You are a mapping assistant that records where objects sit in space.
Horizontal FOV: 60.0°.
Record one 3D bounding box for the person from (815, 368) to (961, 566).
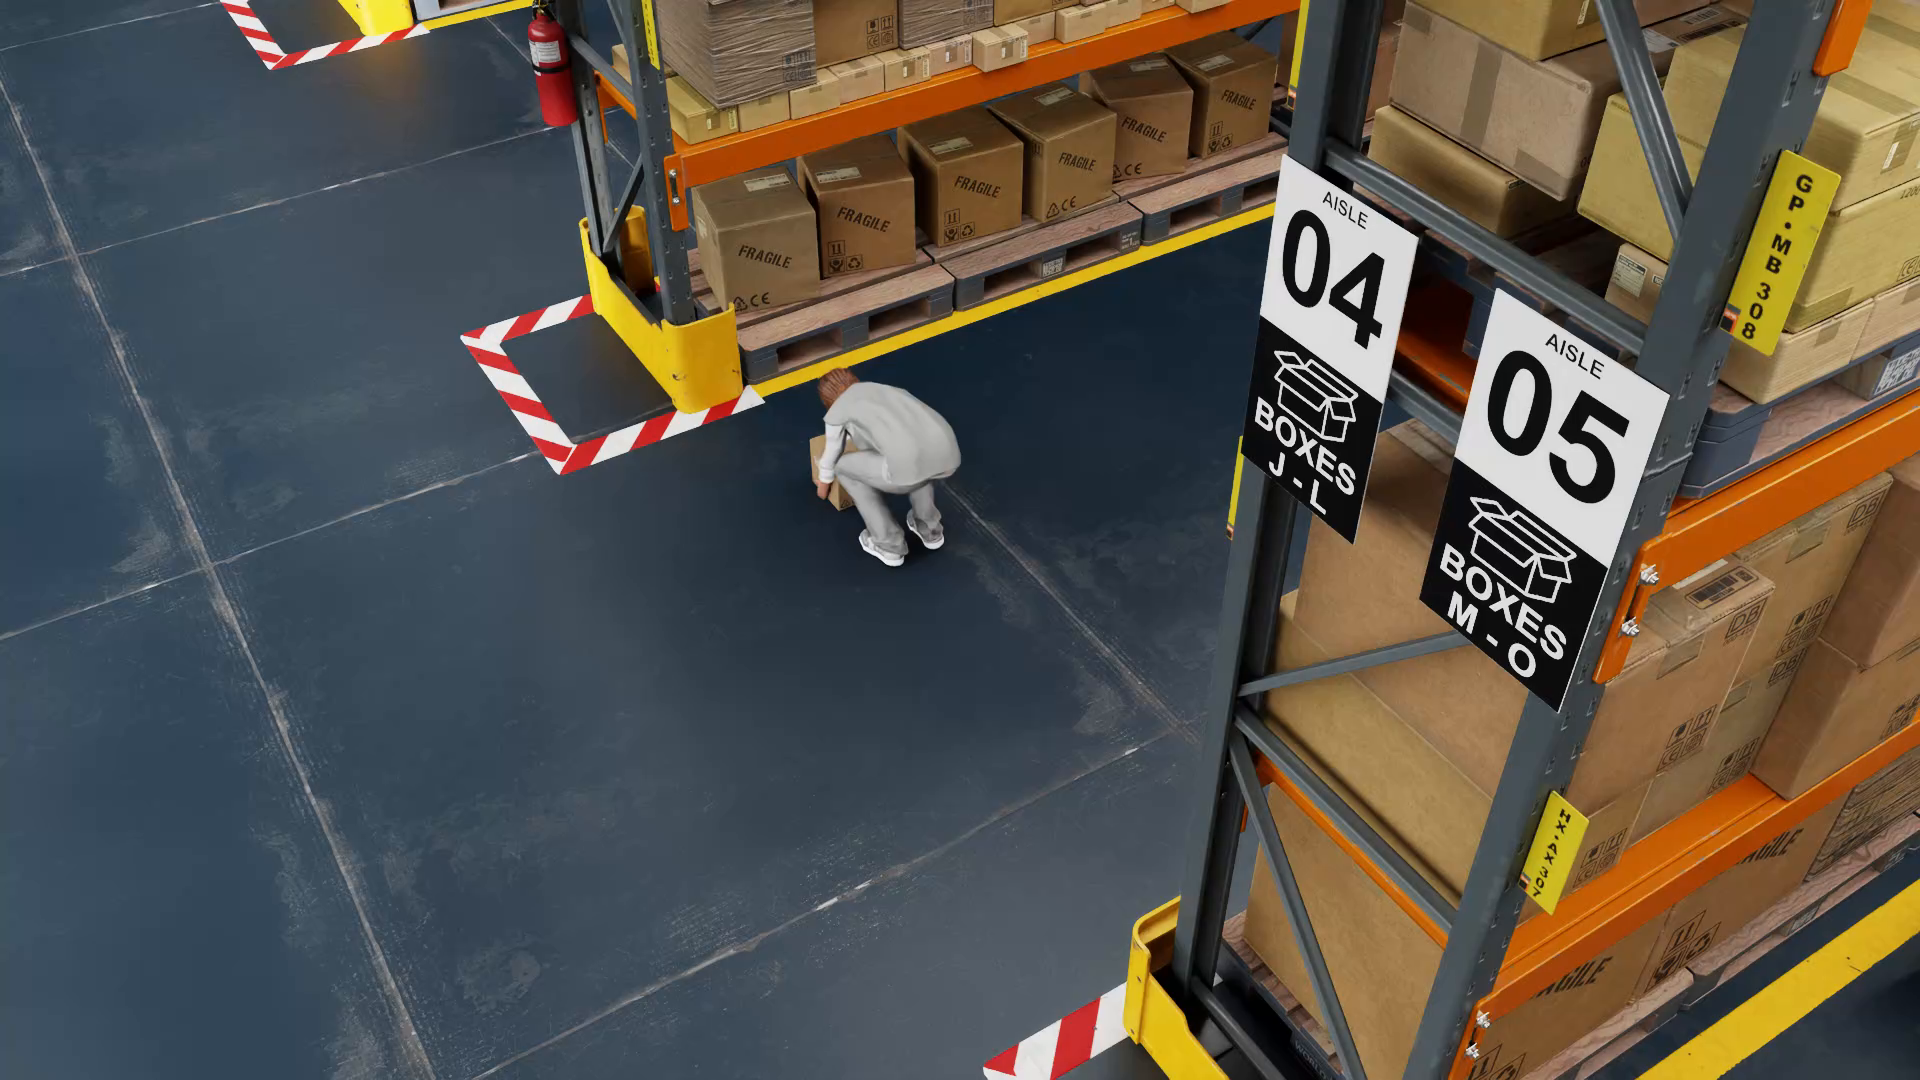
[{"bbox_3d":[-0.336,-0.338,7.202,0.429,0.779,0.871,-24,47,-25],"label":"person"}]
